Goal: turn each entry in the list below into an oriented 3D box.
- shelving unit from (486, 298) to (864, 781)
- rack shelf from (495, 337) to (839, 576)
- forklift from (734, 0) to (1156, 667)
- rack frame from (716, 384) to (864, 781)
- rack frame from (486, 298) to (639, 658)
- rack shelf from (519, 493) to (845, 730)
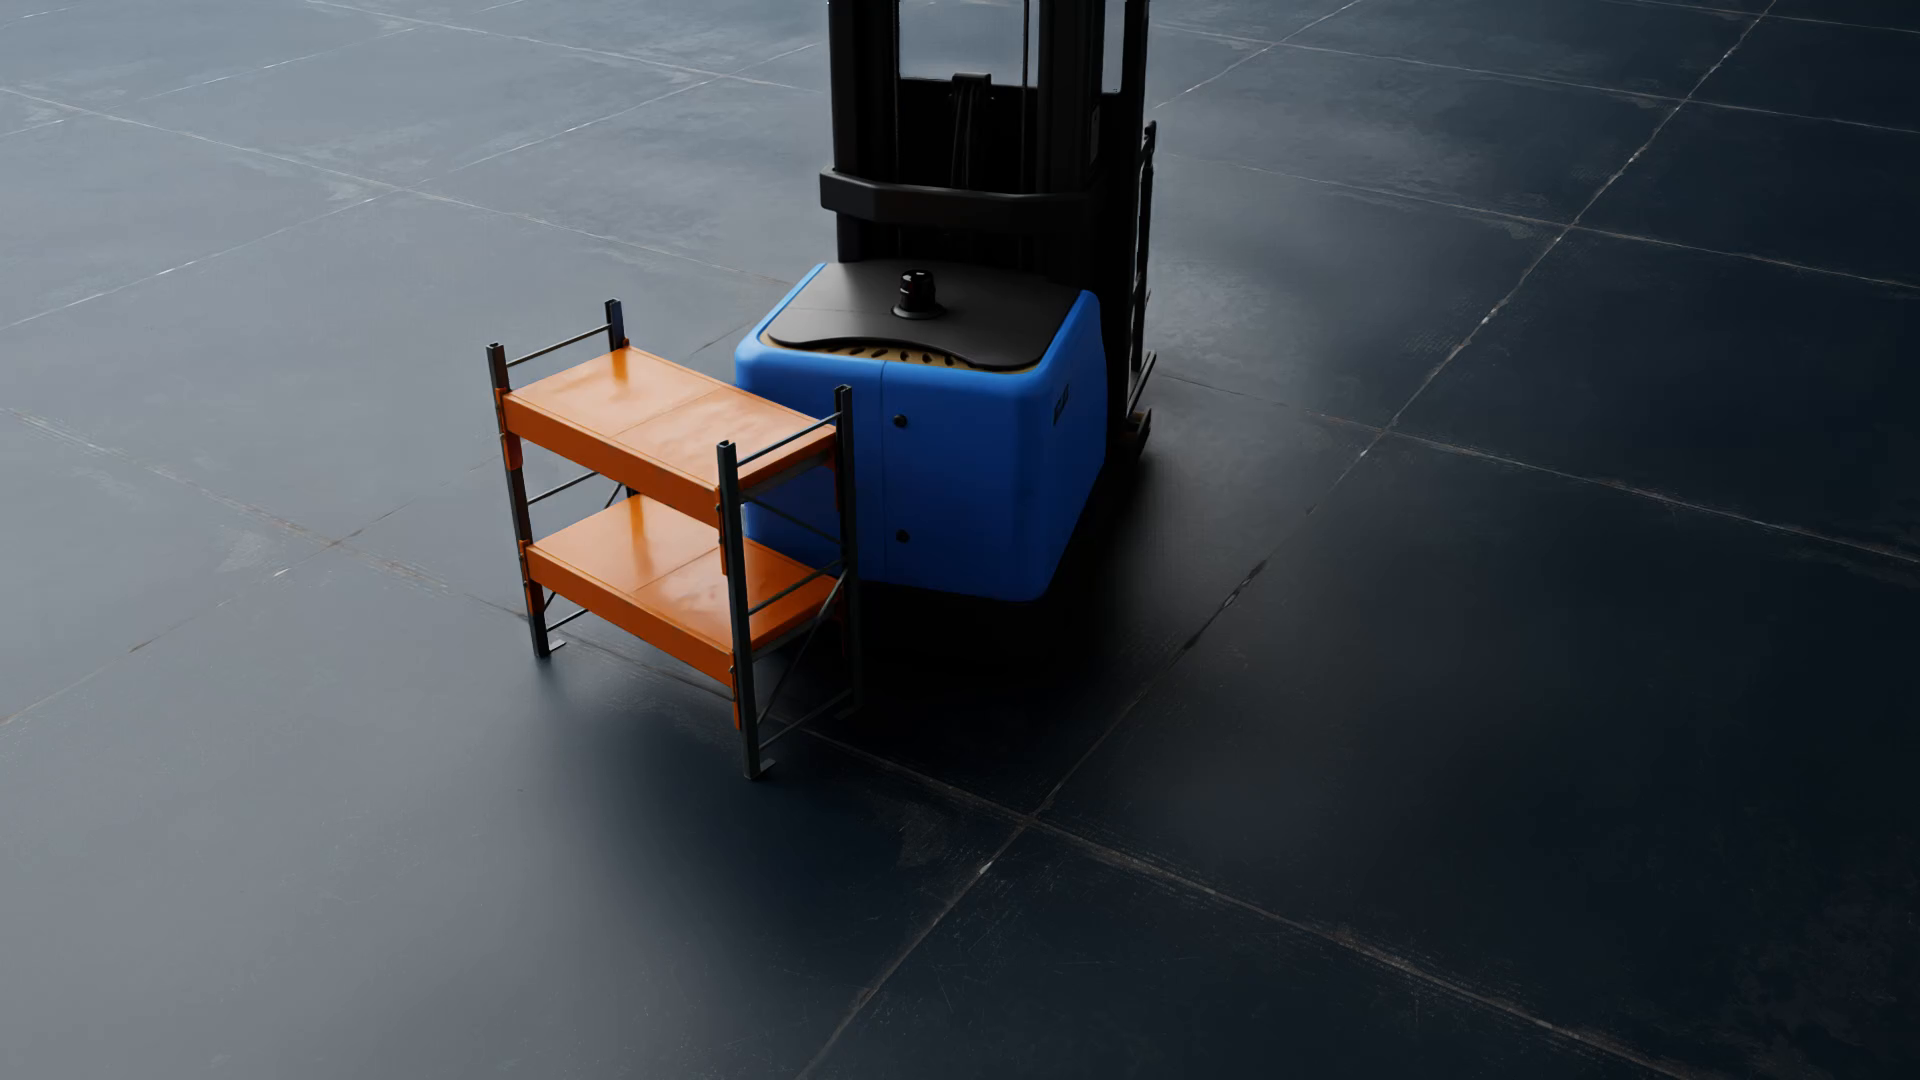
[{"bbox_3d":[-0.871,-0.027,5.179,1.048,1.125,0.538,23,37,34],"label":"shelving unit"},{"bbox_3d":[-0.871,-0.279,5.031,1.000,0.278,0.538,23,37,34],"label":"rack shelf"},{"bbox_3d":[0.165,-1.585,6.058,1.130,2.935,3.031,8,31,13],"label":"forklift"},{"bbox_3d":[-0.482,0.138,4.897,0.032,1.125,0.500,23,37,34],"label":"rack frame"},{"bbox_3d":[-1.260,-0.192,5.462,0.032,1.125,0.500,23,37,34],"label":"rack frame"},{"bbox_3d":[-0.871,0.184,5.302,1.000,0.278,0.538,23,37,34],"label":"rack shelf"}]
